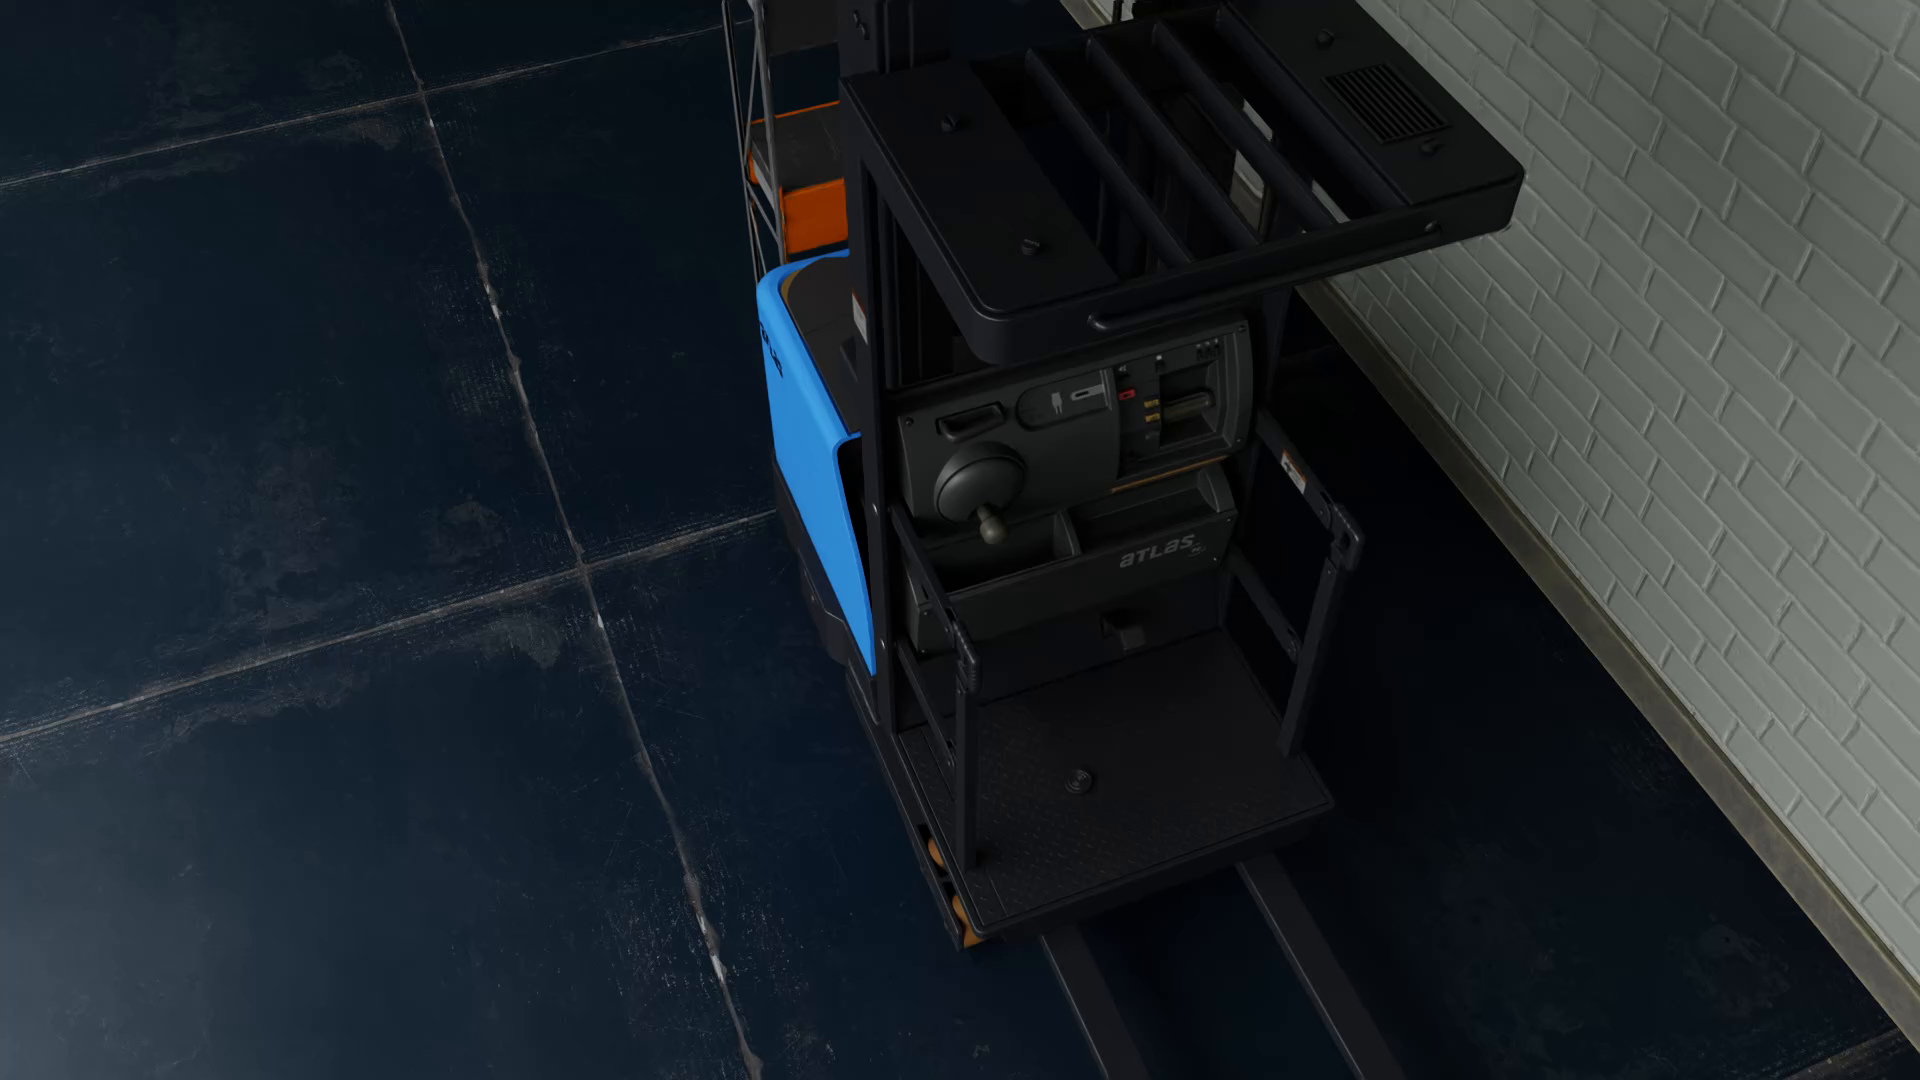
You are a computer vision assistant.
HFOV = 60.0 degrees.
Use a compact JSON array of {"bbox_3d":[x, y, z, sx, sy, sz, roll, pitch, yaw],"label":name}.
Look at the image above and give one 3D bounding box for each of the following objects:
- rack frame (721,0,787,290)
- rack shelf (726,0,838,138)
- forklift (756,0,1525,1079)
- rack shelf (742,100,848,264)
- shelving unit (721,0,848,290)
[{"bbox_3d":[-0.618,-1.025,5.246,0.015,2.100,0.400,-17,52,-14],"label":"rack frame"},{"bbox_3d":[-0.392,-1.543,4.786,0.480,0.518,0.431,-17,52,-14],"label":"rack shelf"},{"bbox_3d":[0.378,-0.166,3.961,1.130,2.935,3.031,-17,51,-14],"label":"forklift"},{"bbox_3d":[-0.392,-1.087,5.317,0.480,0.518,0.431,-17,52,-14],"label":"rack shelf"},{"bbox_3d":[-0.392,-1.096,5.307,0.503,2.100,0.431,-17,52,-14],"label":"shelving unit"}]
